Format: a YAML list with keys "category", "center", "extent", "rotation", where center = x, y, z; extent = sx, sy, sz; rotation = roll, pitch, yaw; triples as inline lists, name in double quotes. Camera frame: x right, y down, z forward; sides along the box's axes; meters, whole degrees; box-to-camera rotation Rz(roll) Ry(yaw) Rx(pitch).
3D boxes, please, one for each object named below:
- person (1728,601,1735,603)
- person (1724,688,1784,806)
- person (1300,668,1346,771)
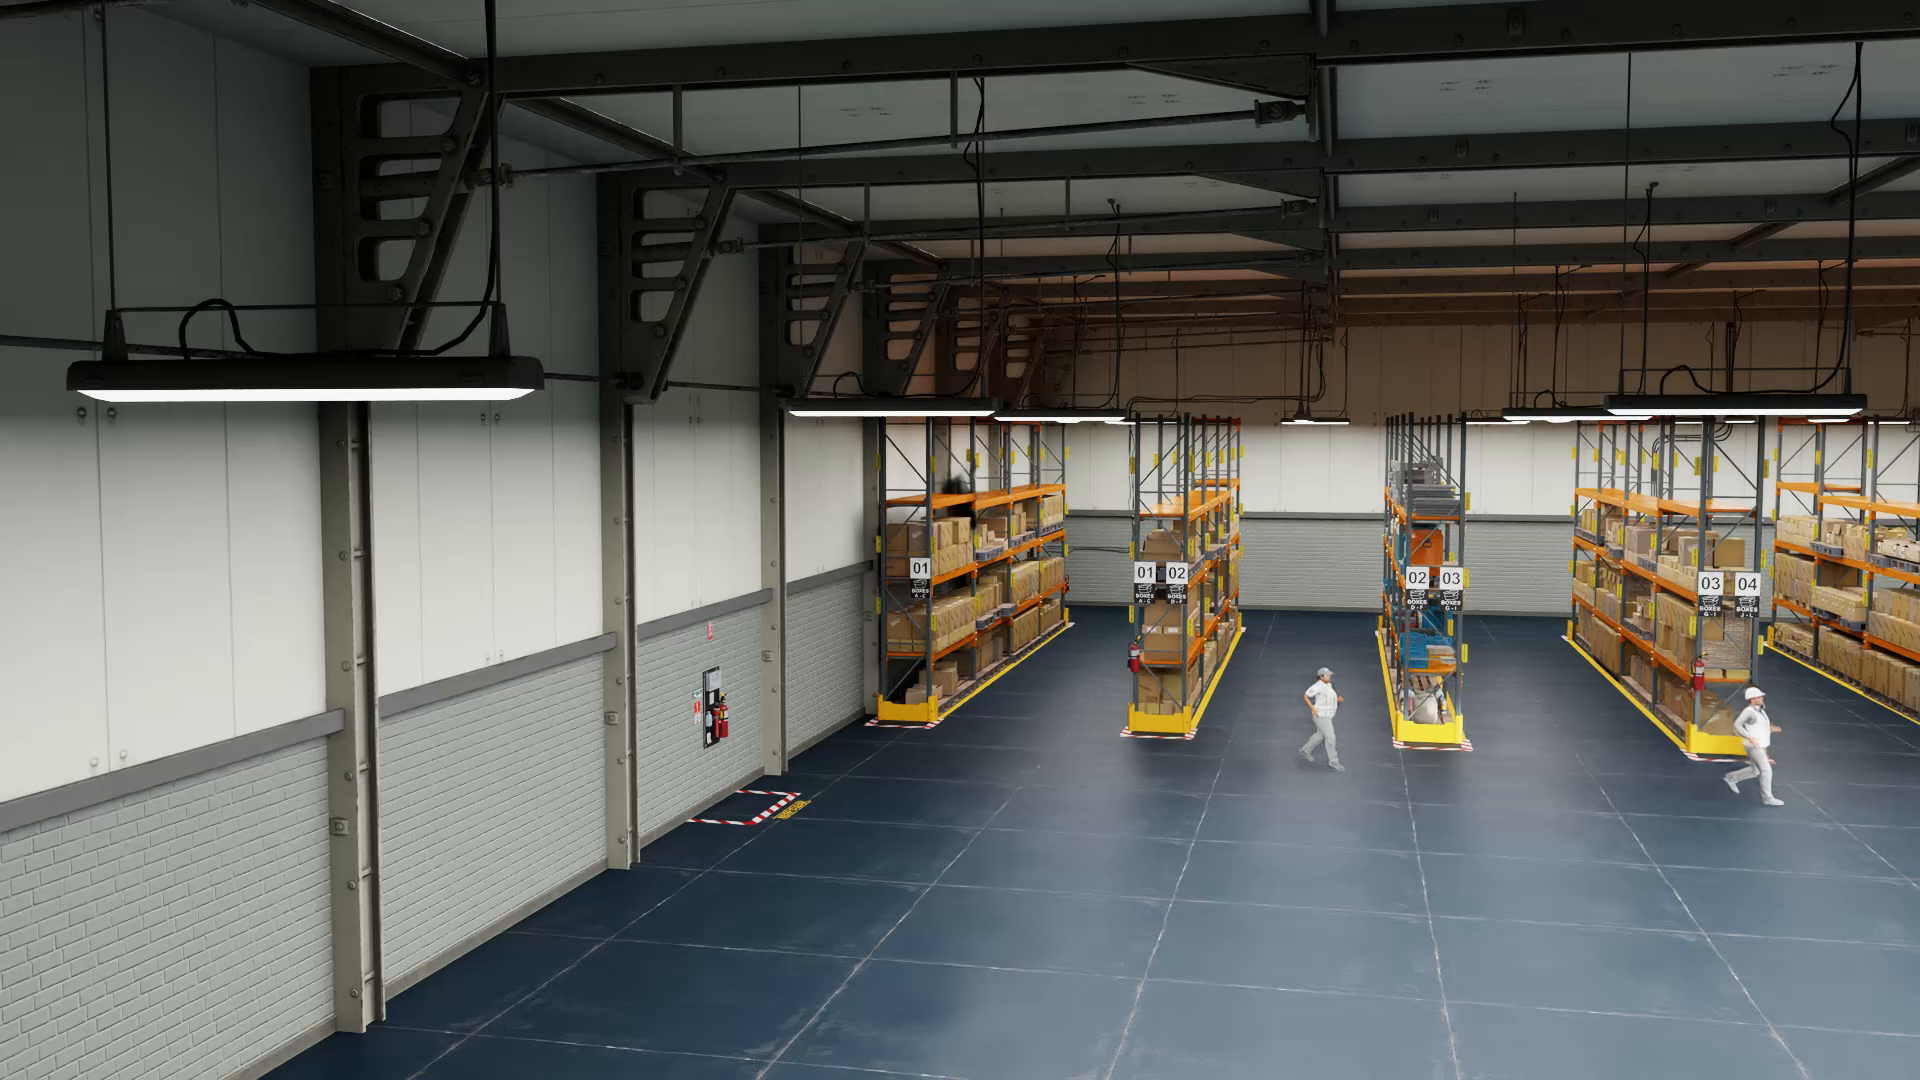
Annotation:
- category: "person"
  center: [19.923, 1.934, 43.418]
  extent: [0.737, 1.693, 0.964]
  rotation: [3, 5, 34]
- category: "person"
  center: [12.105, 3.123, 25.340]
  extent: [0.919, 1.750, 0.667]
  rotation: [4, 5, 43]
- category: "person"
  center: [6.114, 2.985, 27.958]
  extent: [0.877, 1.689, 0.594]
  rotation: [3, 5, 34]
